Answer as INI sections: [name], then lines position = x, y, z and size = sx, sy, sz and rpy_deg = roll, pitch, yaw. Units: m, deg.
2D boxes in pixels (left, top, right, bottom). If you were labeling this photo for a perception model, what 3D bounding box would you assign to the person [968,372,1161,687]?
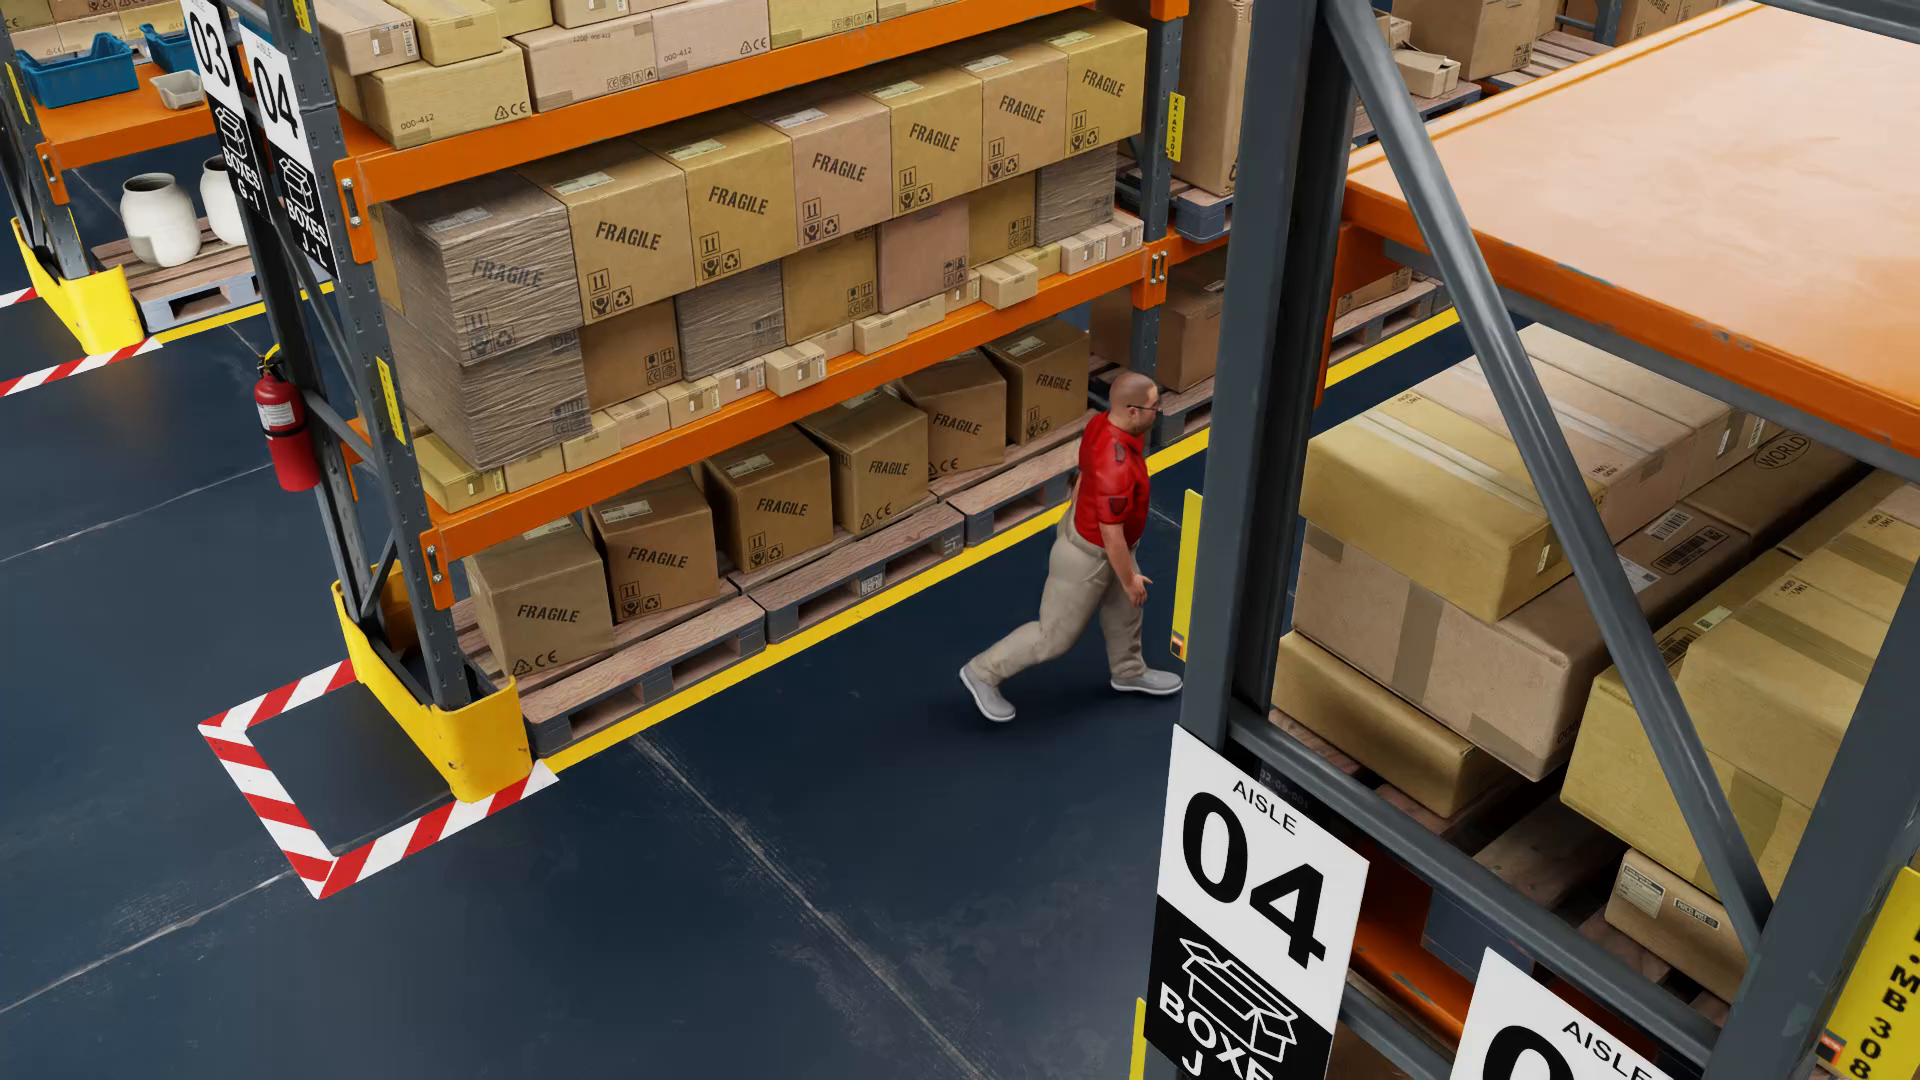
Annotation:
[person]
position = 0.441, 0.007, 7.037
size = 0.782, 1.616, 0.534
rpy_deg = 6, 36, 8
